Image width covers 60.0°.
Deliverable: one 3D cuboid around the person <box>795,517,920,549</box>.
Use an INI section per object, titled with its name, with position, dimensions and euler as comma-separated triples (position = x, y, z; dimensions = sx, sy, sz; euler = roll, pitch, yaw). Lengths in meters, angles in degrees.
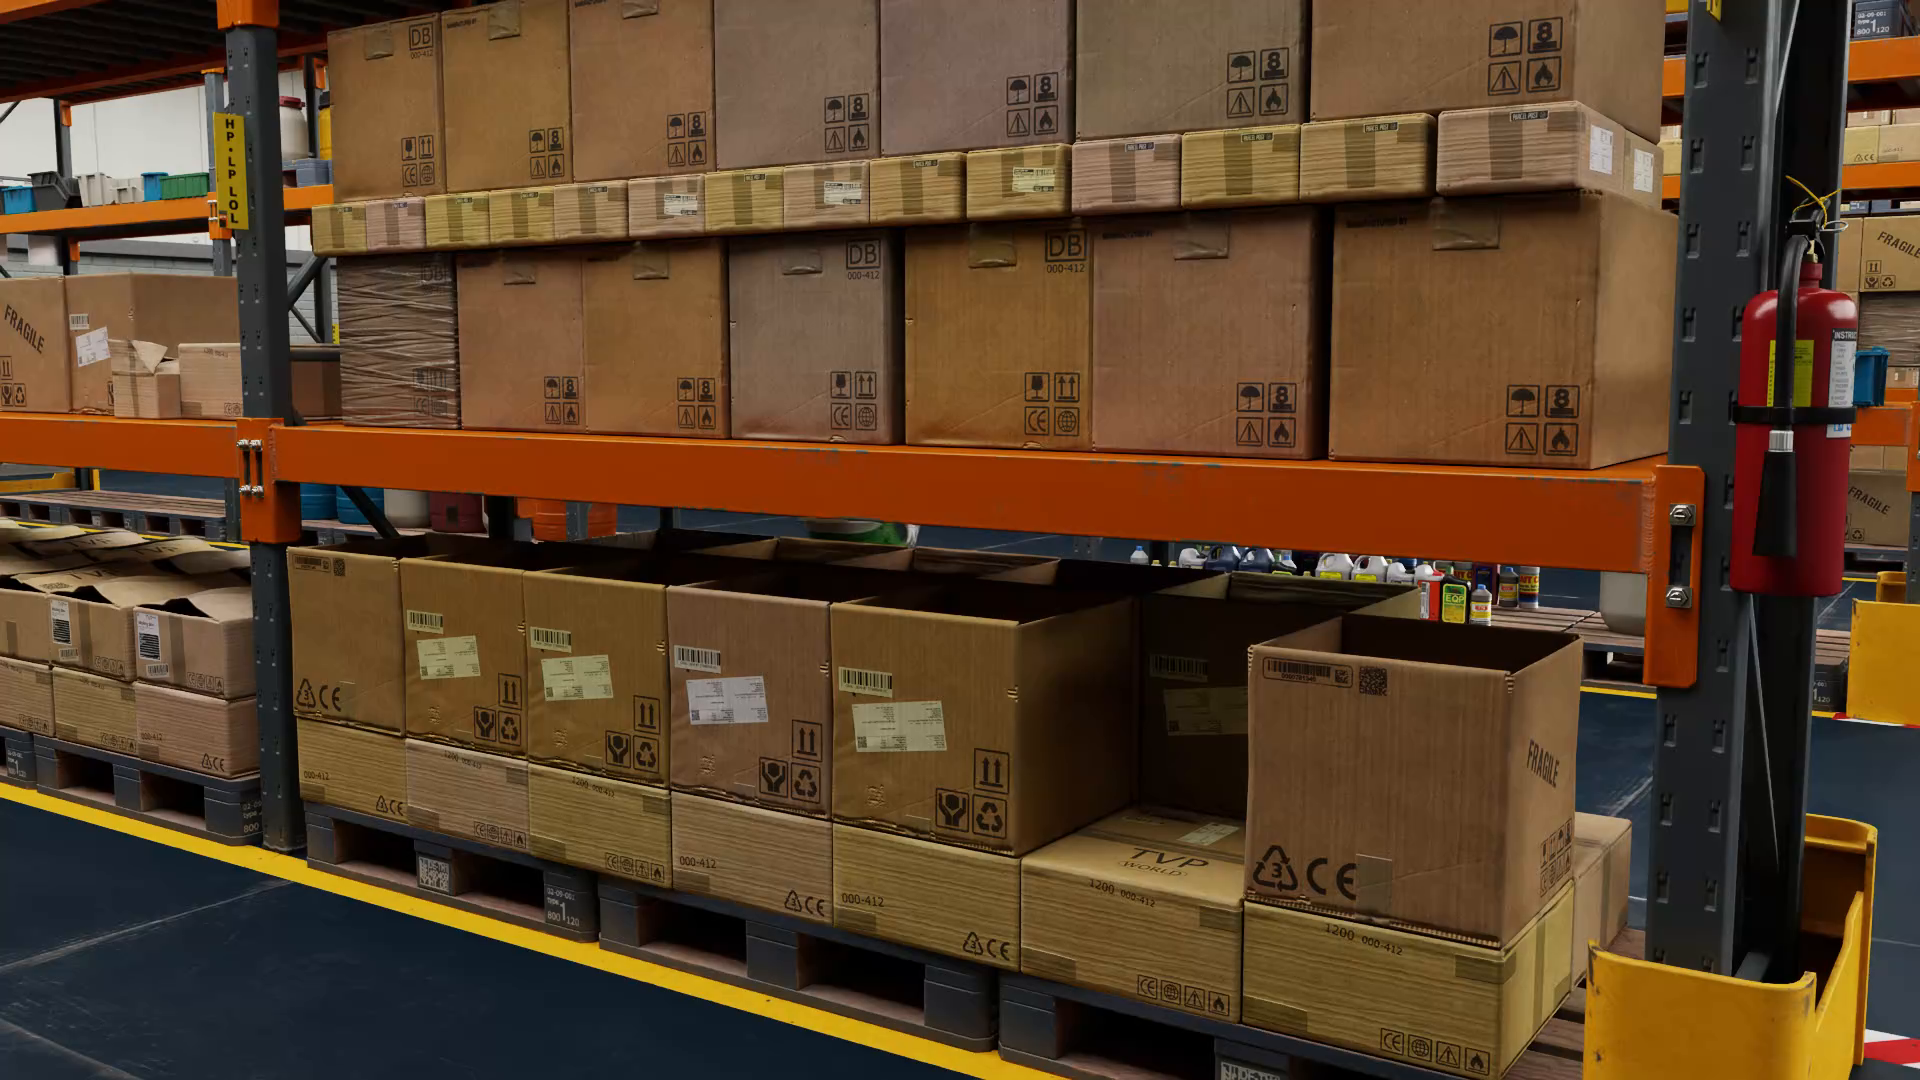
[person]
position = -0.435, -0.081, 6.936
dimensions = 0.560, 1.666, 0.558
euler = 4, 8, 35
